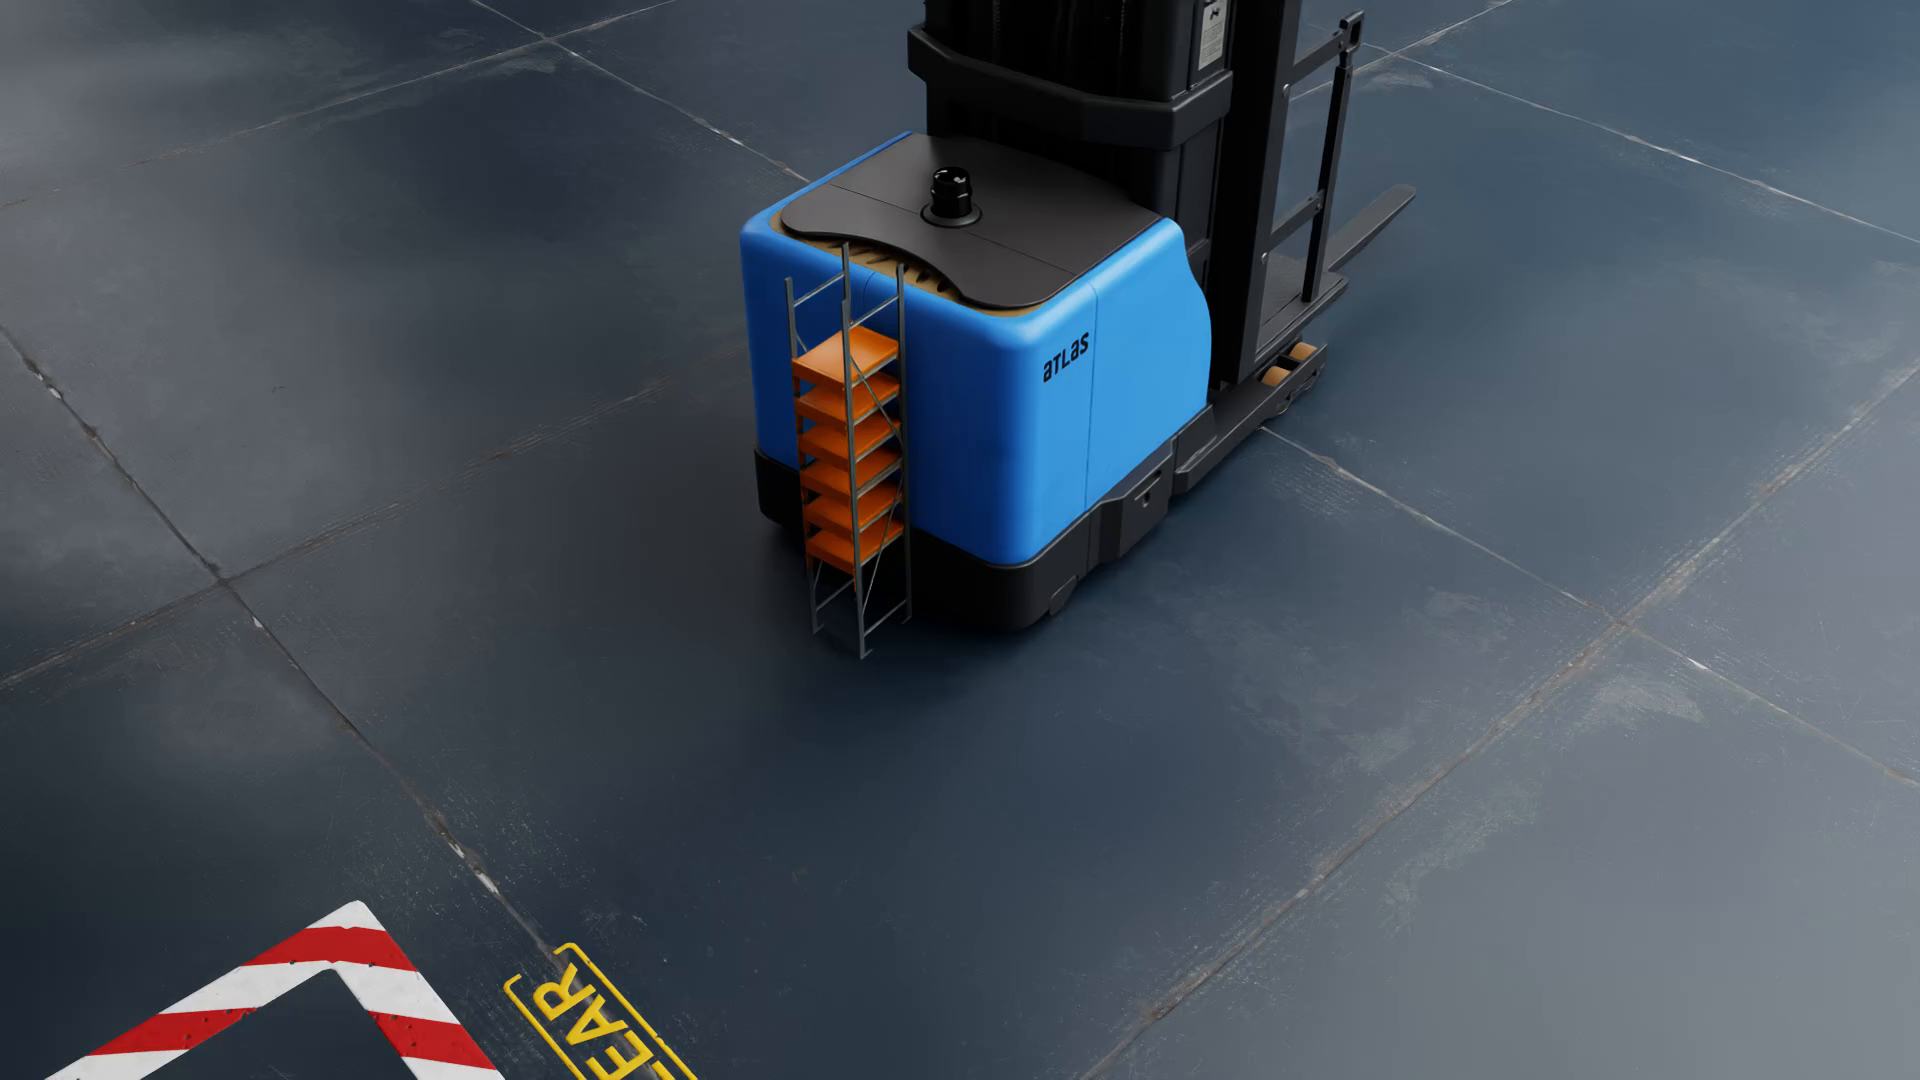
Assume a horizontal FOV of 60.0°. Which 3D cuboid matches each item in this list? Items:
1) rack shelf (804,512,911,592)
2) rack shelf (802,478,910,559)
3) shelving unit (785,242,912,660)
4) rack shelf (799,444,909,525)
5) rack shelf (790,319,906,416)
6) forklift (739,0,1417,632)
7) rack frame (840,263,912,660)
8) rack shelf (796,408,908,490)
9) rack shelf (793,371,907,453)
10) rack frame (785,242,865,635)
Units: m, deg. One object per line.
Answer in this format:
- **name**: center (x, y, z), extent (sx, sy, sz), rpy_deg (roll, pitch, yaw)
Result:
- **rack shelf**: center (-0.291, 0.010, 4.756), extent (0.180, 0.103, 0.258), rpy_deg (25, 45, 28)
- **rack shelf**: center (-0.291, -0.084, 4.681), extent (0.180, 0.103, 0.258), rpy_deg (25, 45, 28)
- **shelving unit**: center (-0.292, -0.211, 4.577), extent (0.189, 1.200, 0.258), rpy_deg (25, 45, 28)
- **rack shelf**: center (-0.291, -0.177, 4.605), extent (0.180, 0.103, 0.258), rpy_deg (25, 45, 28)
- **rack shelf**: center (-0.292, -0.457, 4.379), extent (0.180, 0.103, 0.258), rpy_deg (25, 45, 28)
- **forklift**: center (0.651, -1.747, 5.101), extent (1.130, 2.935, 3.031), rpy_deg (25, 45, 28)
- **rack frame**: center (-0.219, -0.177, 4.534), extent (0.006, 1.200, 0.240), rpy_deg (25, 45, 28)
- **rack shelf**: center (-0.292, -0.270, 4.530), extent (0.180, 0.103, 0.258), rpy_deg (25, 45, 28)
- **rack shelf**: center (-0.292, -0.363, 4.454), extent (0.180, 0.103, 0.258), rpy_deg (25, 45, 28)
- **rack frame**: center (-0.364, -0.246, 4.620), extent (0.006, 1.200, 0.240), rpy_deg (25, 45, 28)
